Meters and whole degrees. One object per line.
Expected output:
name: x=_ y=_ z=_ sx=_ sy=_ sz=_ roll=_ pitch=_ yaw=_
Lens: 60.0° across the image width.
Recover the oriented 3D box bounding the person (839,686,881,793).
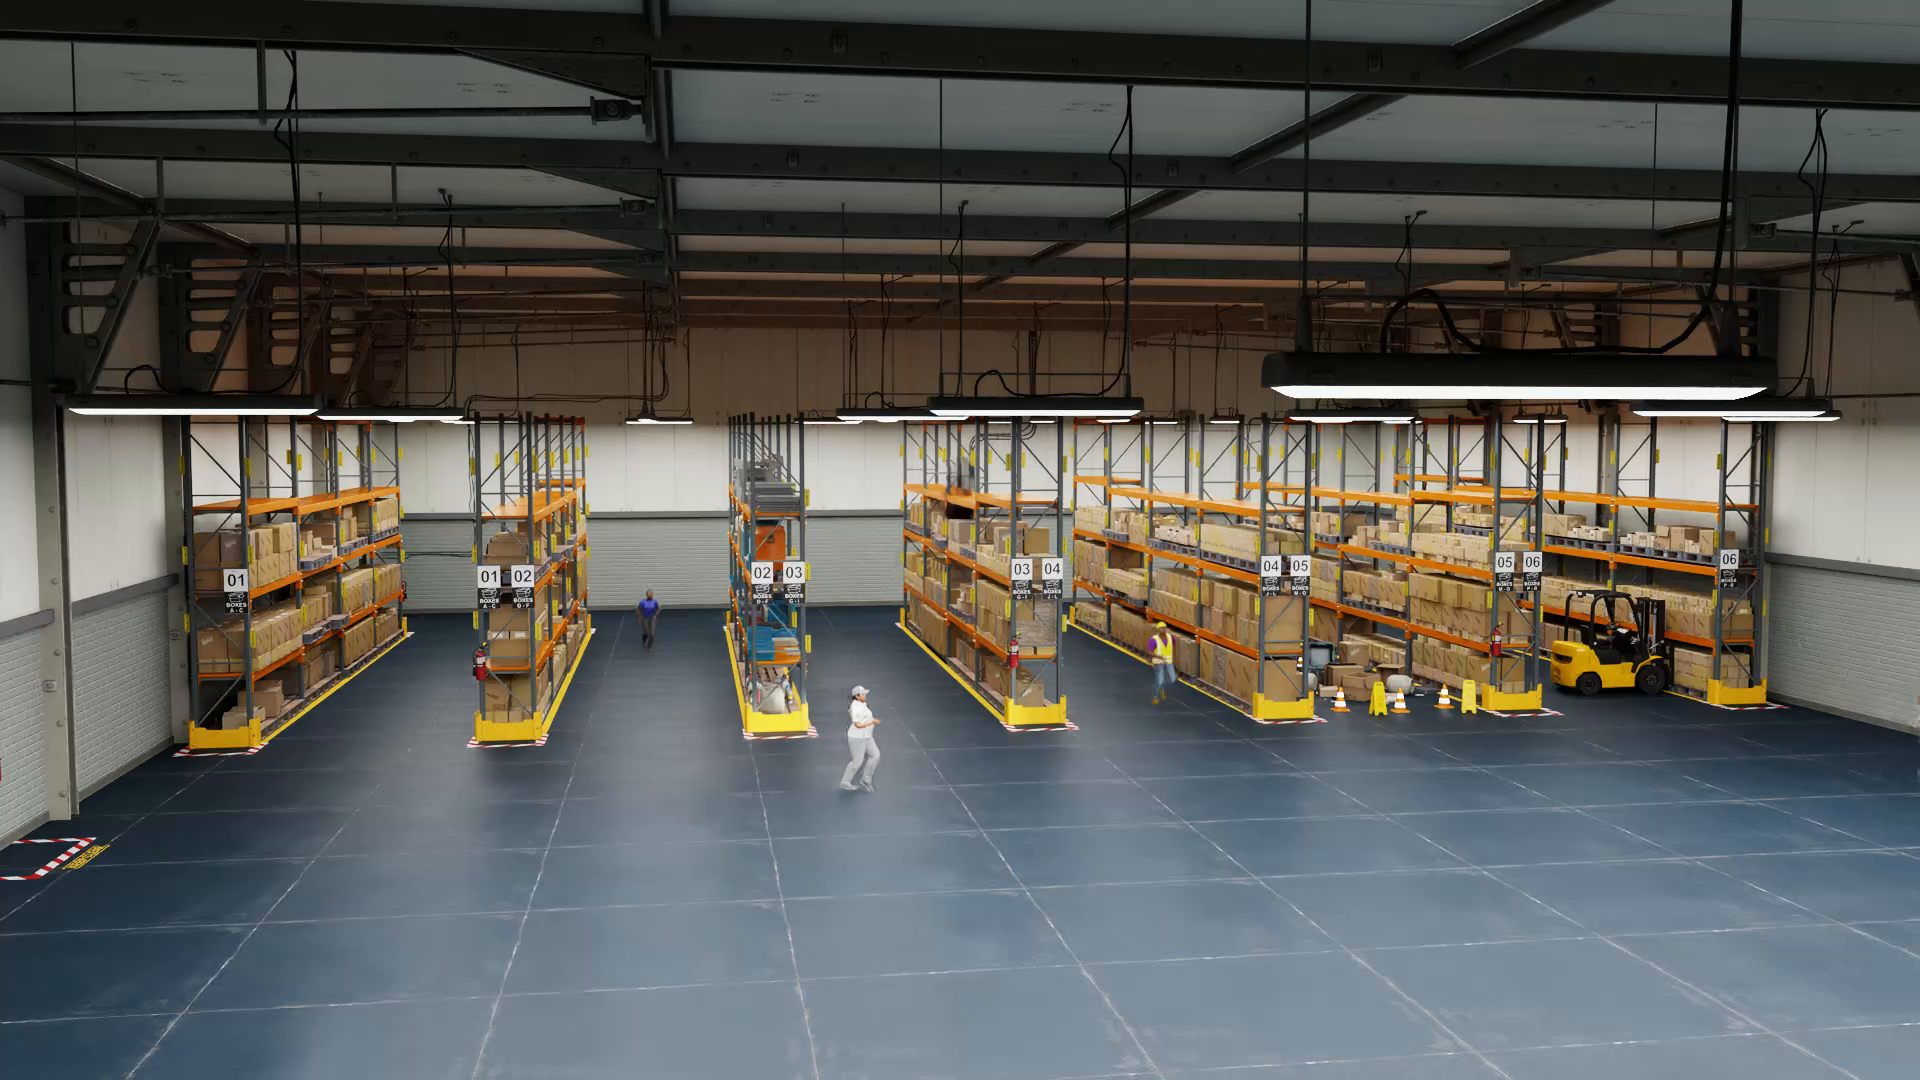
person: x=-1.542 y=3.135 z=25.995 sx=0.680 sy=1.714 sz=0.582 roll=1 pitch=4 yaw=12

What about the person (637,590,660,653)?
person: x=-7.871 y=2.061 z=42.108 sx=0.558 sy=1.608 sz=0.589 roll=-2 pitch=4 yaw=-21

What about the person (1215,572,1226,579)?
person: x=7.929 y=1.461 z=50.683 sx=0.588 sy=1.693 sz=0.605 roll=-1 pitch=4 yaw=-13

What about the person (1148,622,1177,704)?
person: x=4.192 y=2.530 z=34.162 sx=0.726 sy=1.714 sz=0.743 roll=-1 pitch=4 yaw=-16
